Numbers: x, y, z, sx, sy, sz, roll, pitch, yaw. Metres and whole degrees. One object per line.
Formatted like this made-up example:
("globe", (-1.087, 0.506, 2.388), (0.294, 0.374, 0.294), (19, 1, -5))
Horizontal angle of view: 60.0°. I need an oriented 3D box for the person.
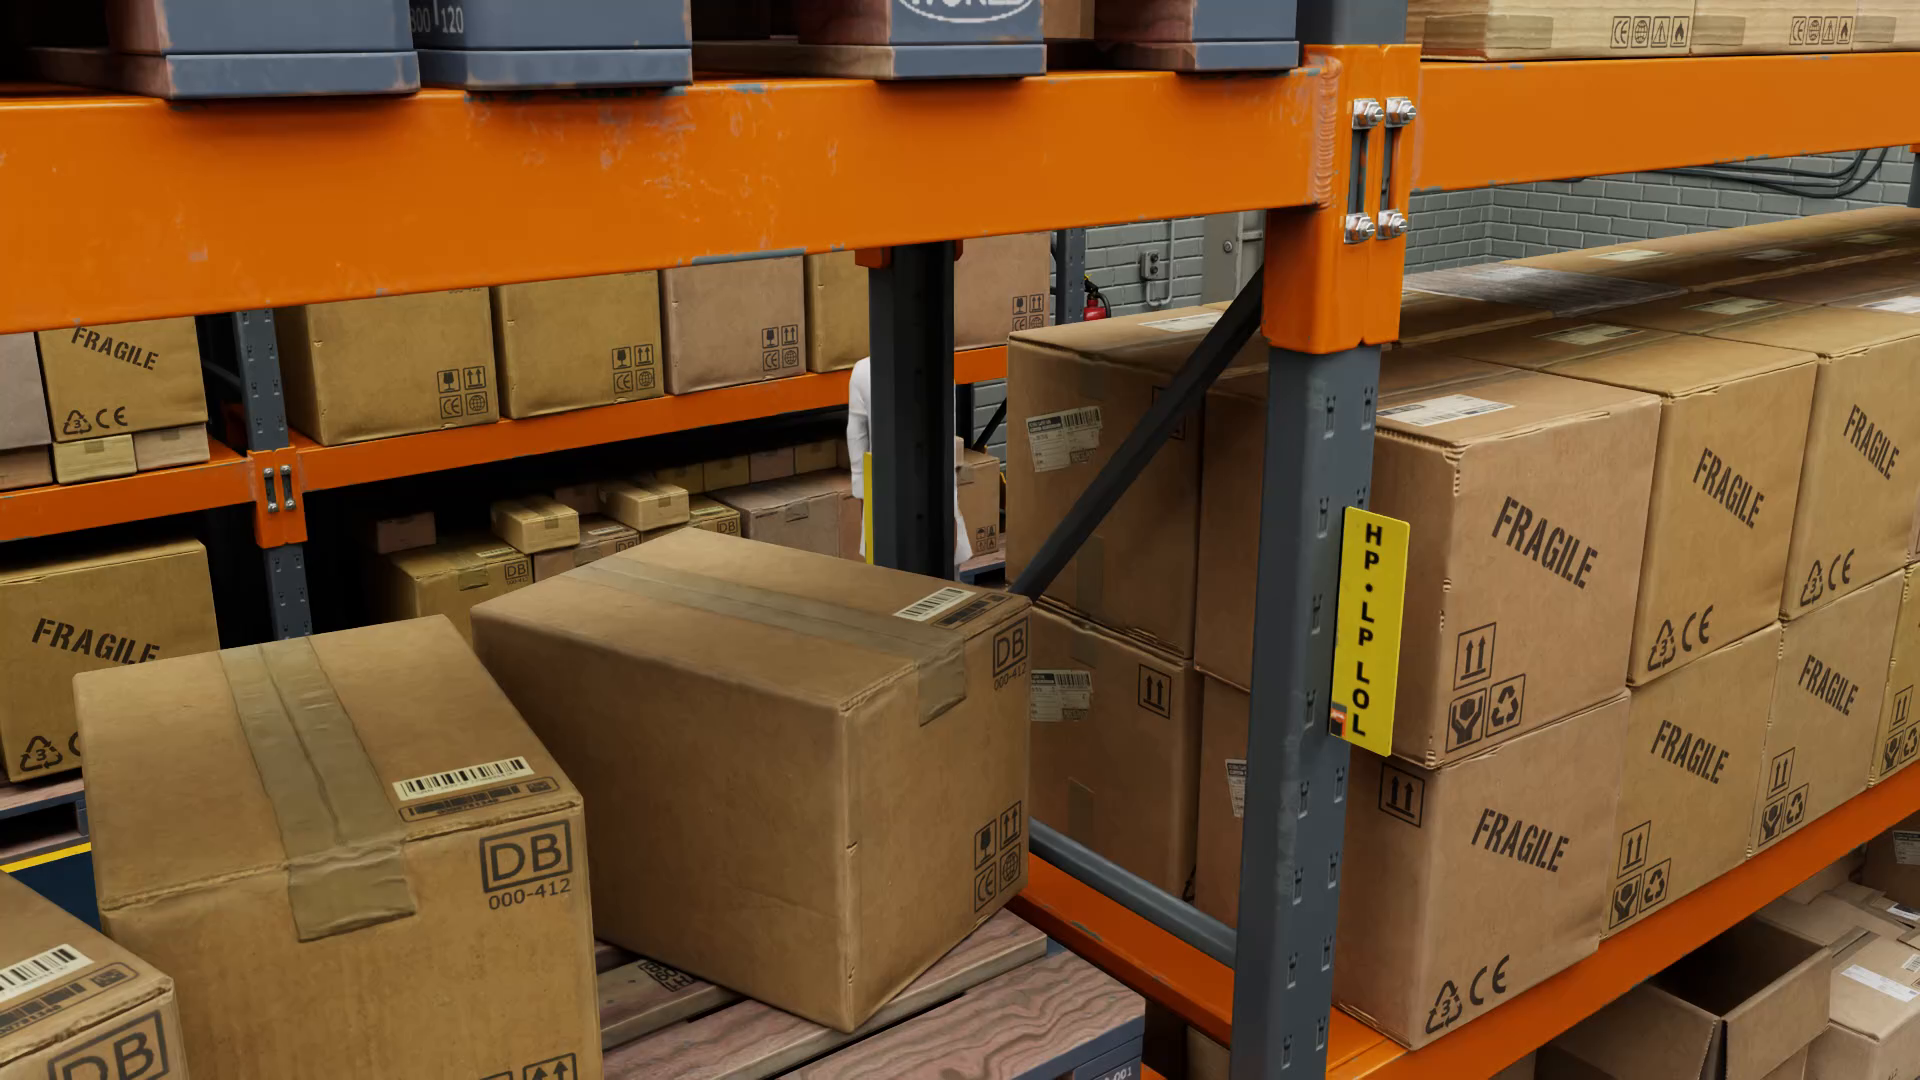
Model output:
("person", (-0.179, -0.140, 6.957), (0.623, 1.767, 0.430), (15, 23, 40))
